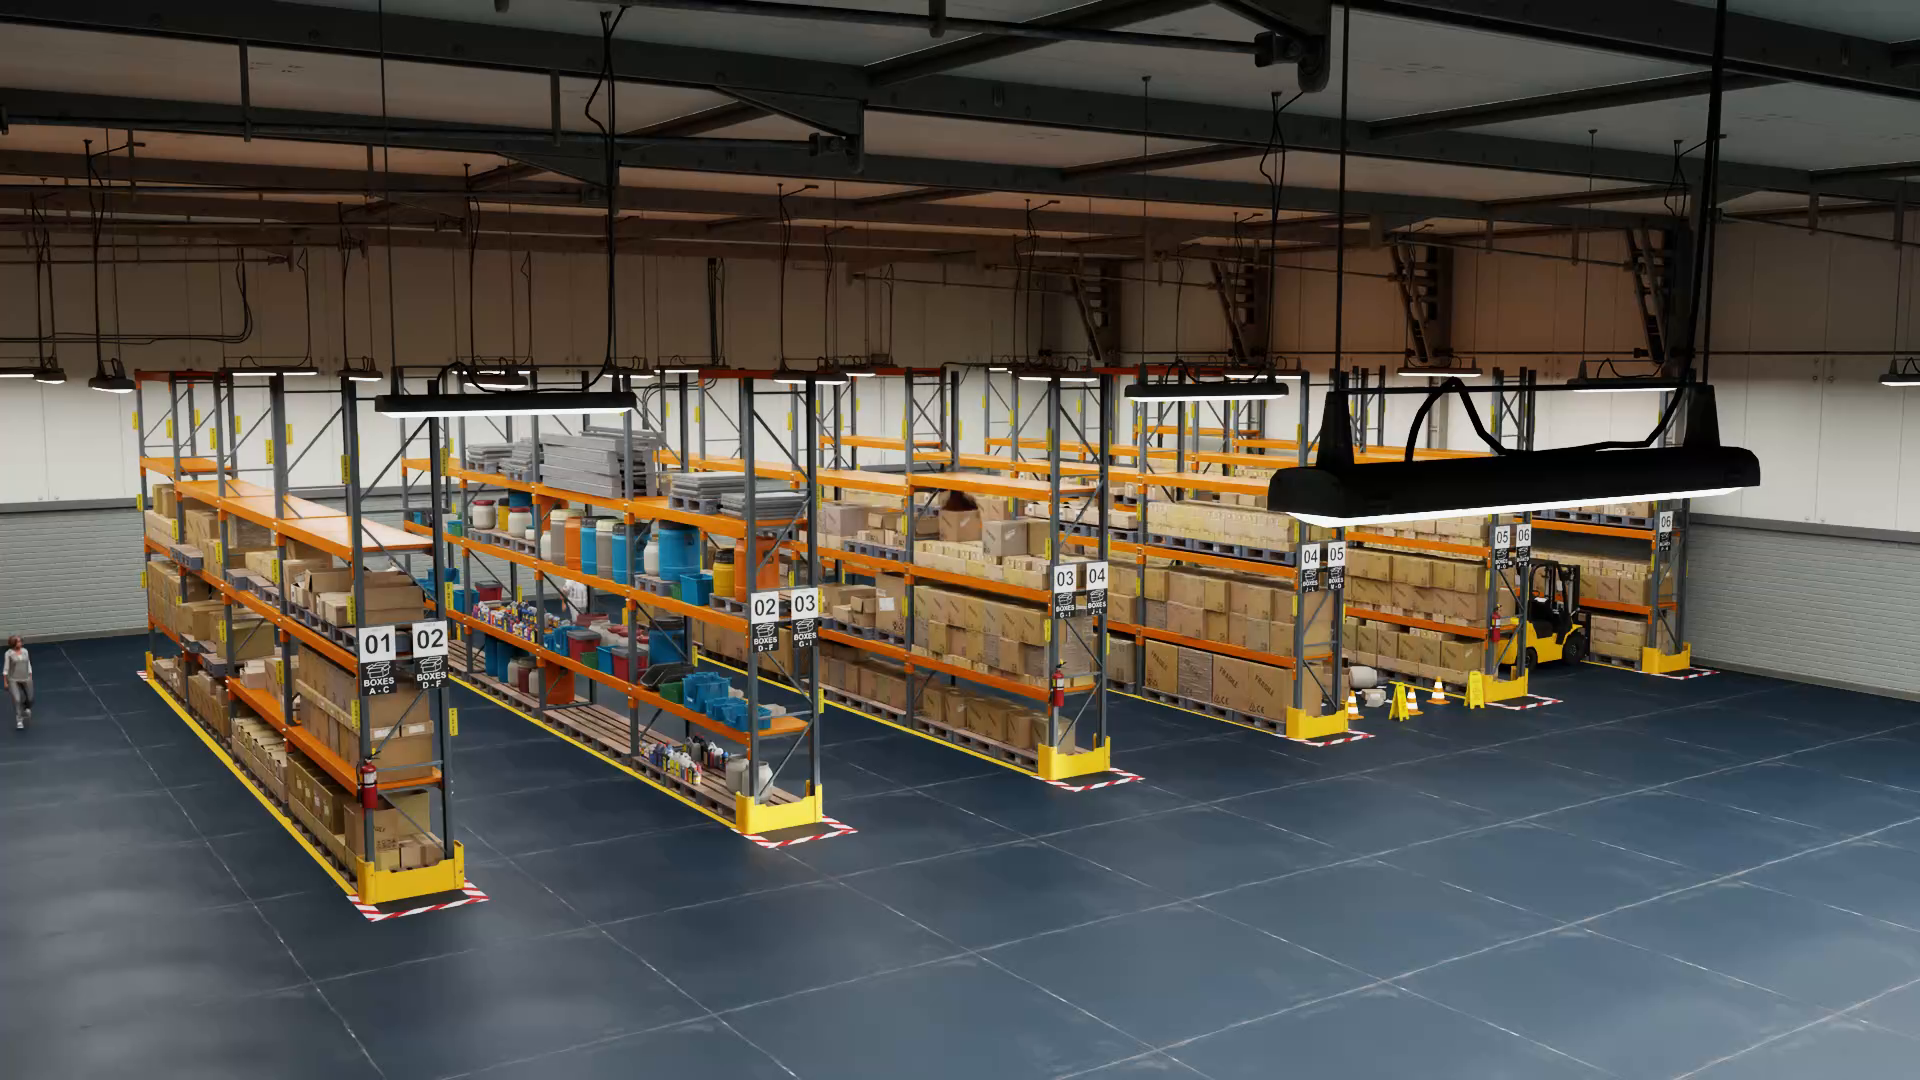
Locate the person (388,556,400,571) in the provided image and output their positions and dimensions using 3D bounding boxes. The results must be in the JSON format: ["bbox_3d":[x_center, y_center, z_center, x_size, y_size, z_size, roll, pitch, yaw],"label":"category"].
[{"bbox_3d":[-13.092,1.176,38.418,0.907,1.631,0.541,-2,7,-19],"label":"person"}]

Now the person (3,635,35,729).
[{"bbox_3d":[-15.937,2.372,28.110,0.445,1.570,0.624,-5,8,-36],"label":"person"}]

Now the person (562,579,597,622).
[{"bbox_3d":[-8.252,1.424,36.012,0.650,1.765,0.995,-4,8,-34],"label":"person"}]
